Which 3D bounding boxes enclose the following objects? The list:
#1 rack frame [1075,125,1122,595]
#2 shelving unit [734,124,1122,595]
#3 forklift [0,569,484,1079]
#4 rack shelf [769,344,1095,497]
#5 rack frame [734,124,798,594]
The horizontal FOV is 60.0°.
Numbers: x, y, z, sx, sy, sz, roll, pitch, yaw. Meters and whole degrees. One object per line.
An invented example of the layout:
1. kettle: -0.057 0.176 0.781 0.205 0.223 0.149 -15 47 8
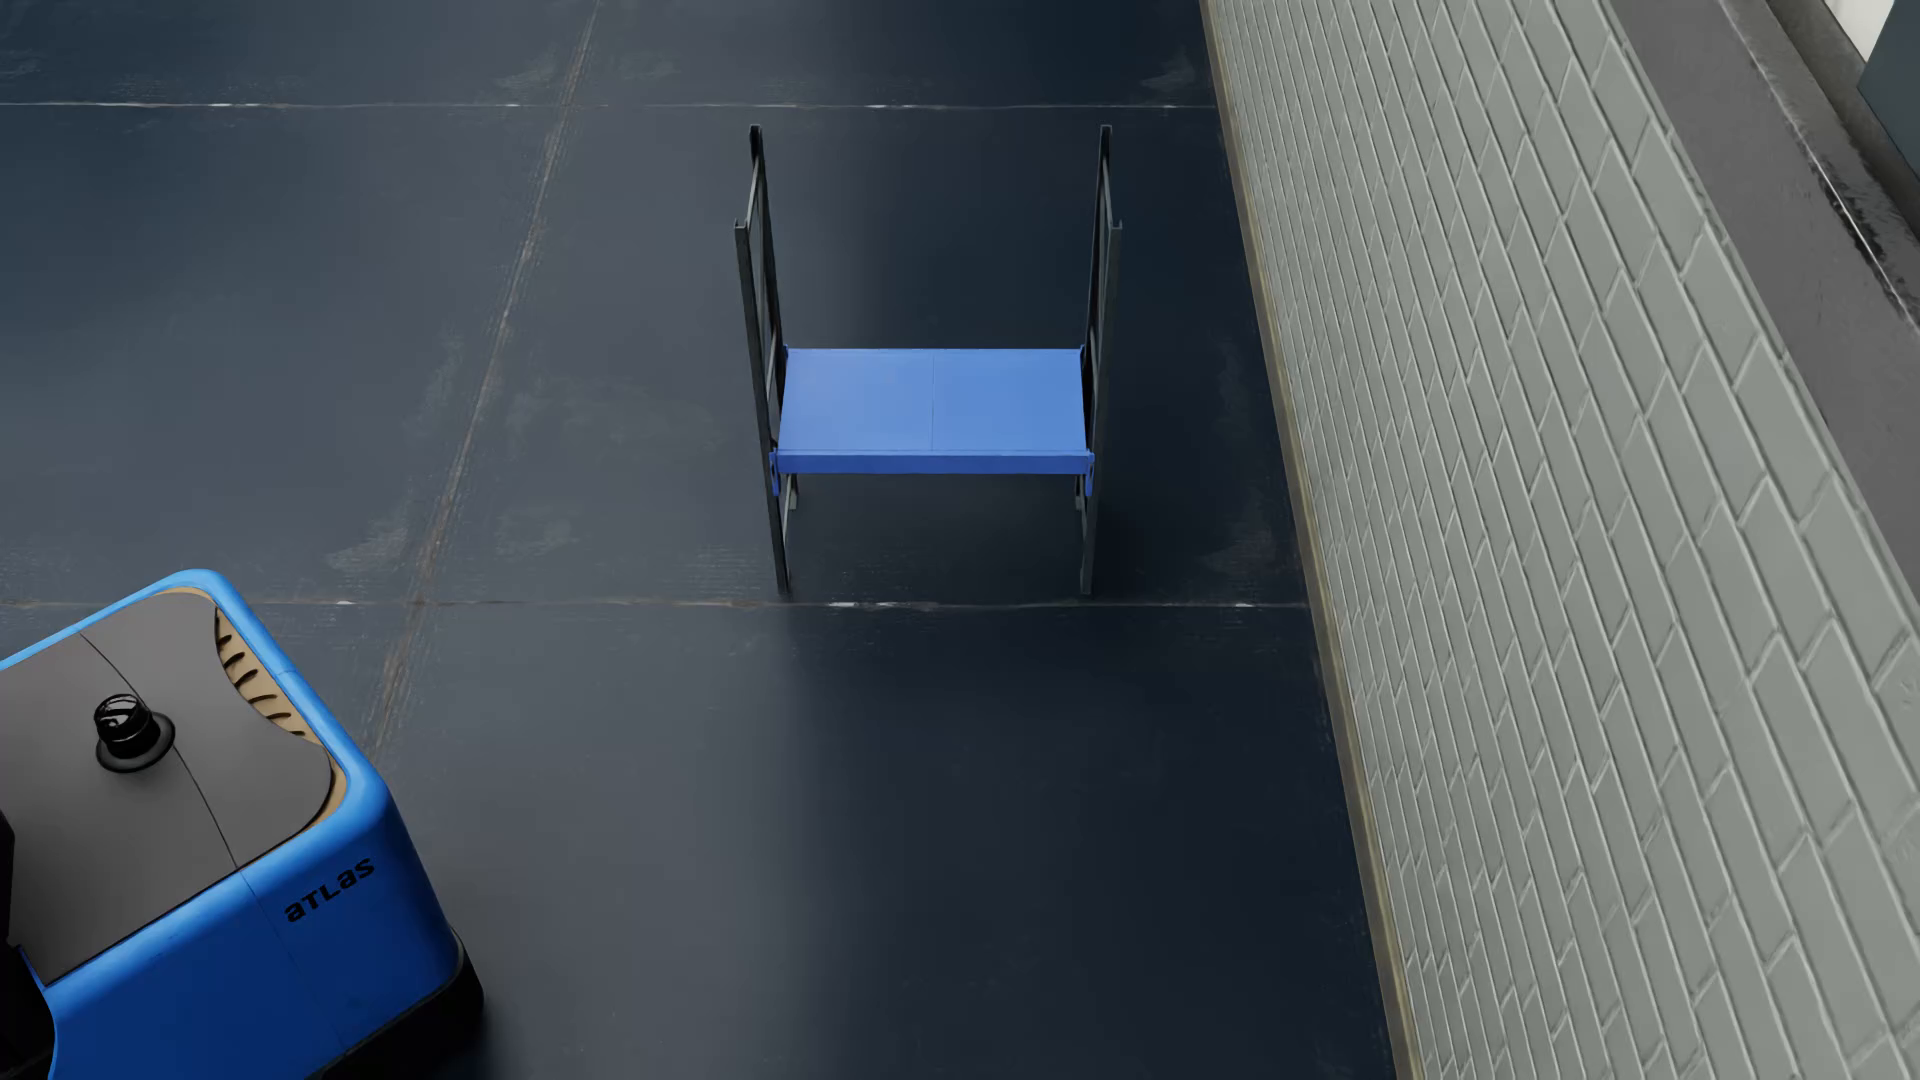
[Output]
1. rack frame: 0.423 -0.510 5.200 0.032 1.500 0.500 0 47 0
2. shelving unit: -0.085 -0.511 5.201 1.048 1.500 0.538 0 47 0
3. forklift: -2.724 0.758 3.042 3.031 2.935 1.130 -33 55 -27
4. rack shelf: -0.085 -0.389 5.333 1.000 0.185 0.538 0 47 0
5. rack frame: -0.594 -0.513 5.203 0.032 1.500 0.500 0 47 0
